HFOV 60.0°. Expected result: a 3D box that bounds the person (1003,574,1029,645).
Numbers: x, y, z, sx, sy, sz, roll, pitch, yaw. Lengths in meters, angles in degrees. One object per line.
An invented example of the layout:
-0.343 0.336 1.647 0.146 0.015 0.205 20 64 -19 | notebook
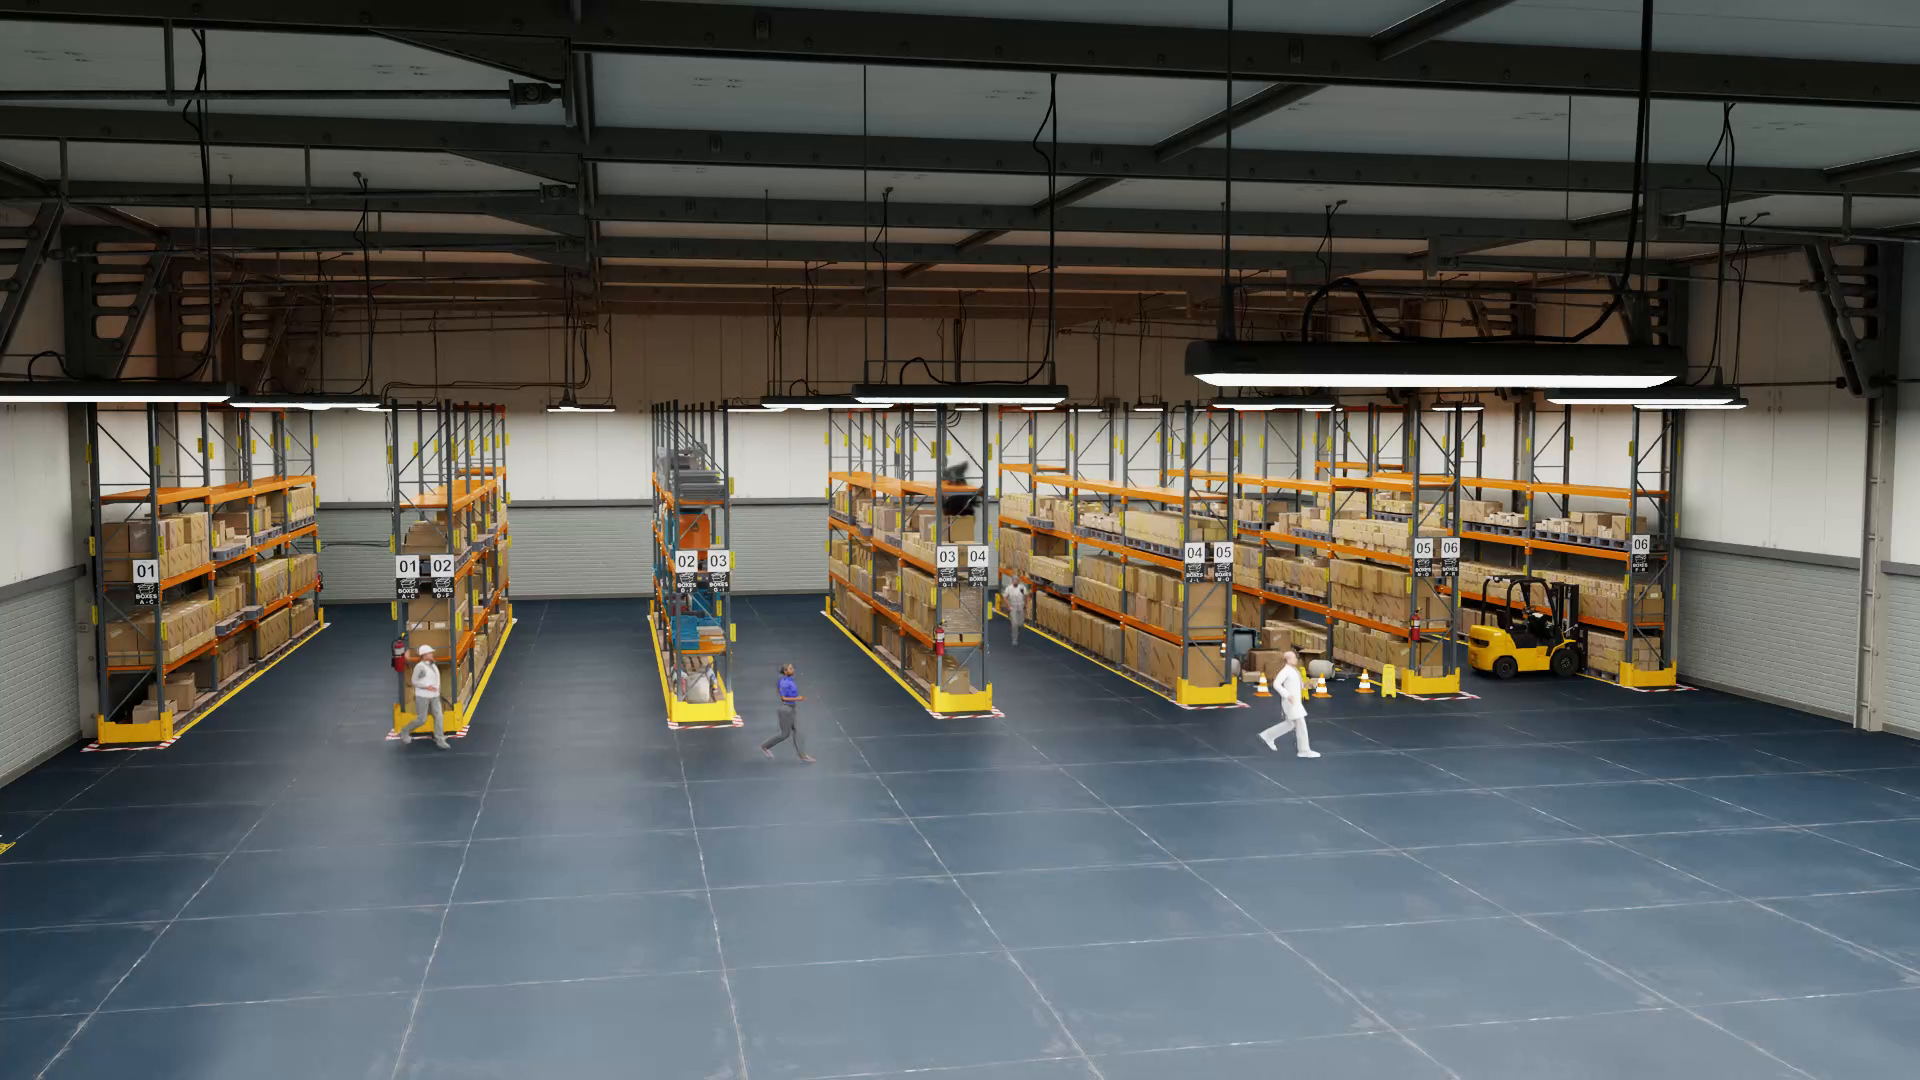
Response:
1.407 1.722 41.669 0.669 1.765 0.621 0 4 -7 | person

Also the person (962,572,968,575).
0.007 1.340 47.535 0.671 1.580 0.674 0 4 -3 | person

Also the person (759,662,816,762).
-2.833 2.828 27.255 0.923 1.657 0.579 1 4 8 | person

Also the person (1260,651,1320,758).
5.515 2.734 27.778 1.027 1.753 0.714 1 5 19 | person

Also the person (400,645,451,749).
-9.138 2.685 28.549 0.982 1.769 0.697 2 5 20 | person
